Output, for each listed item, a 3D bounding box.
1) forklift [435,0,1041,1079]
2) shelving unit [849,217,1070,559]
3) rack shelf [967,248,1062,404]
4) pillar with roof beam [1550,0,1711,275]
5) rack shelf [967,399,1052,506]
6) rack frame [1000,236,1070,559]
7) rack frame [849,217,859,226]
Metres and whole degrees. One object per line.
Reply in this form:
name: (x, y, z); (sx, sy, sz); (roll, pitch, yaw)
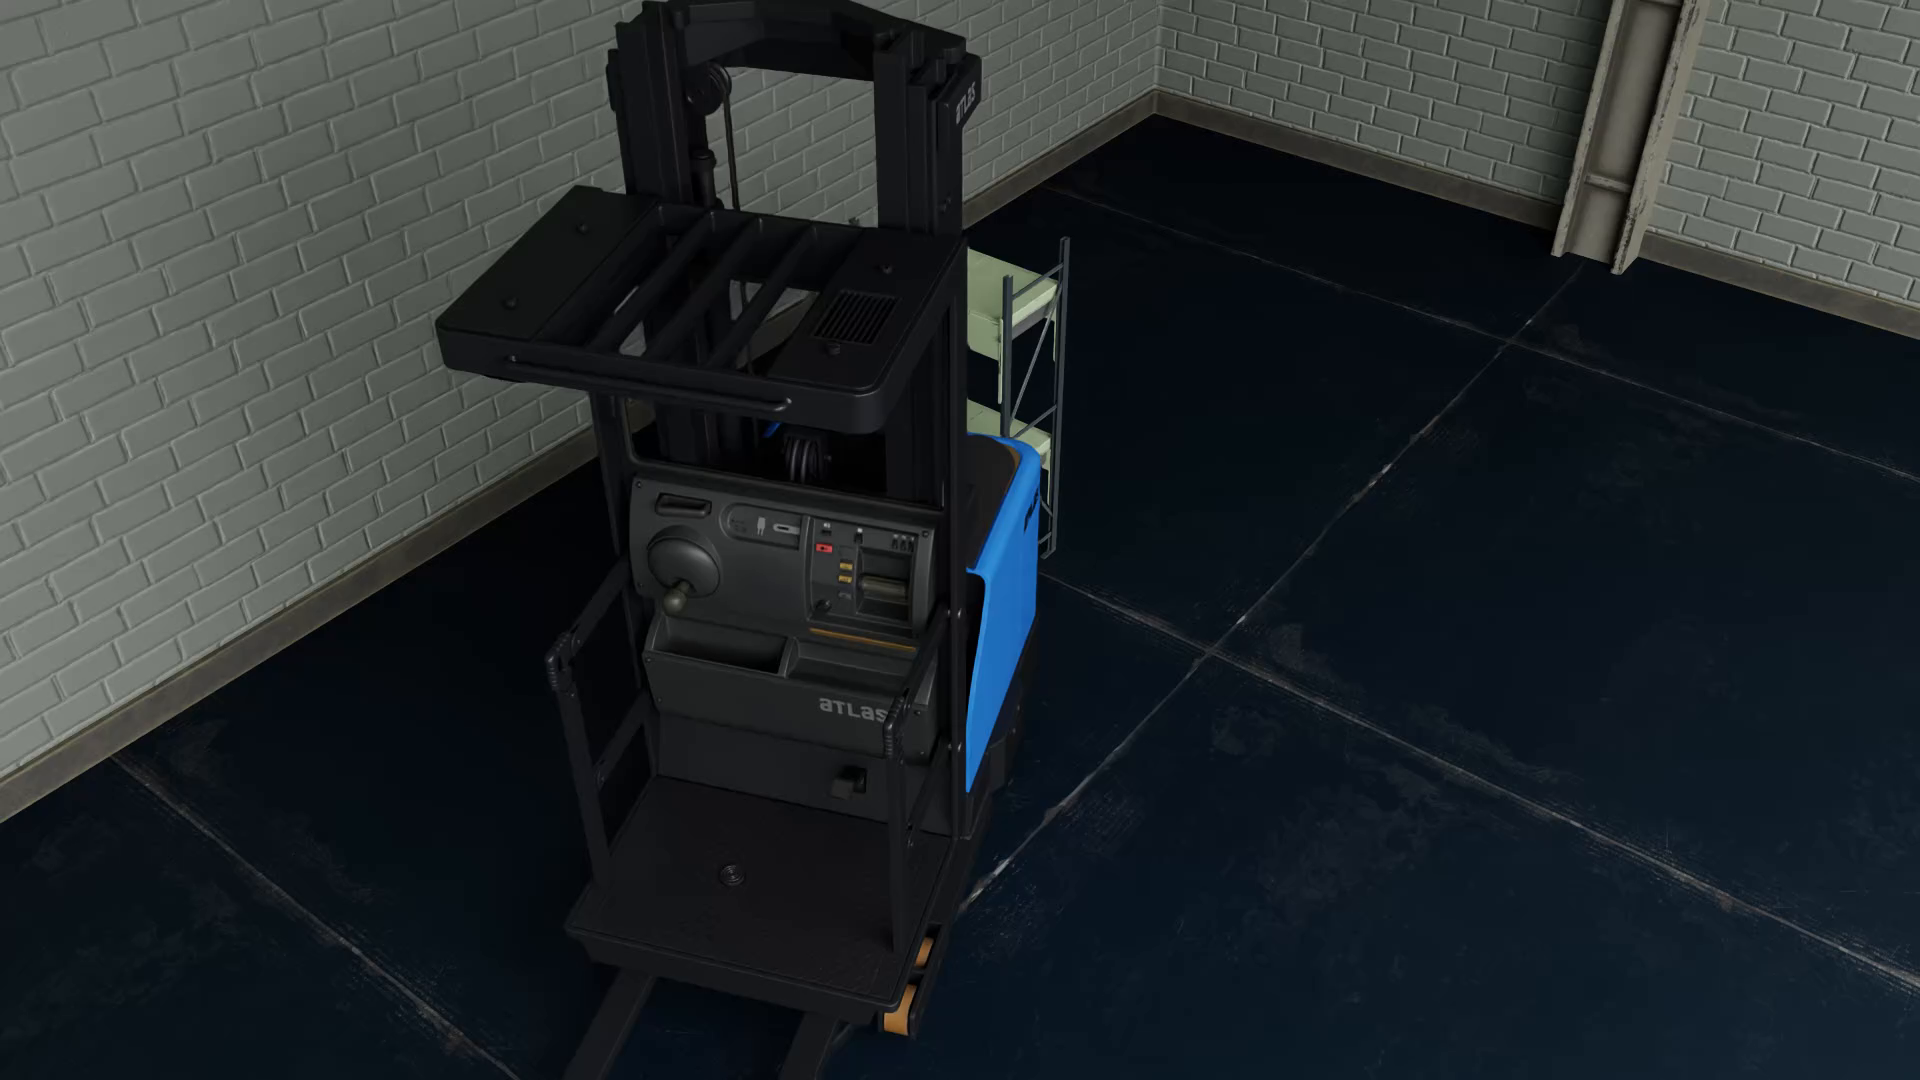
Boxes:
forklift: (-0.584, 0.135, 4.701); (1.130, 2.935, 3.031); (10, 39, 12)
shelving unit: (-0.005, -0.593, 6.791); (0.755, 1.500, 0.431); (25, 45, 29)
rack shelf: (-0.005, -0.900, 6.550); (0.720, 0.370, 0.431); (25, 45, 29)
pillar with roof beam: (0.931, -3.033, 3.825); (0.400, 9.000, 9.100); (25, 45, 29)
rack shelf: (-0.005, -0.336, 6.992); (0.720, 0.370, 0.431); (25, 45, 29)
rack frame: (0.285, -0.456, 6.616); (0.023, 1.500, 0.400); (25, 45, 29)
rack frame: (-0.296, -0.730, 6.966); (0.023, 1.500, 0.400); (25, 45, 29)
